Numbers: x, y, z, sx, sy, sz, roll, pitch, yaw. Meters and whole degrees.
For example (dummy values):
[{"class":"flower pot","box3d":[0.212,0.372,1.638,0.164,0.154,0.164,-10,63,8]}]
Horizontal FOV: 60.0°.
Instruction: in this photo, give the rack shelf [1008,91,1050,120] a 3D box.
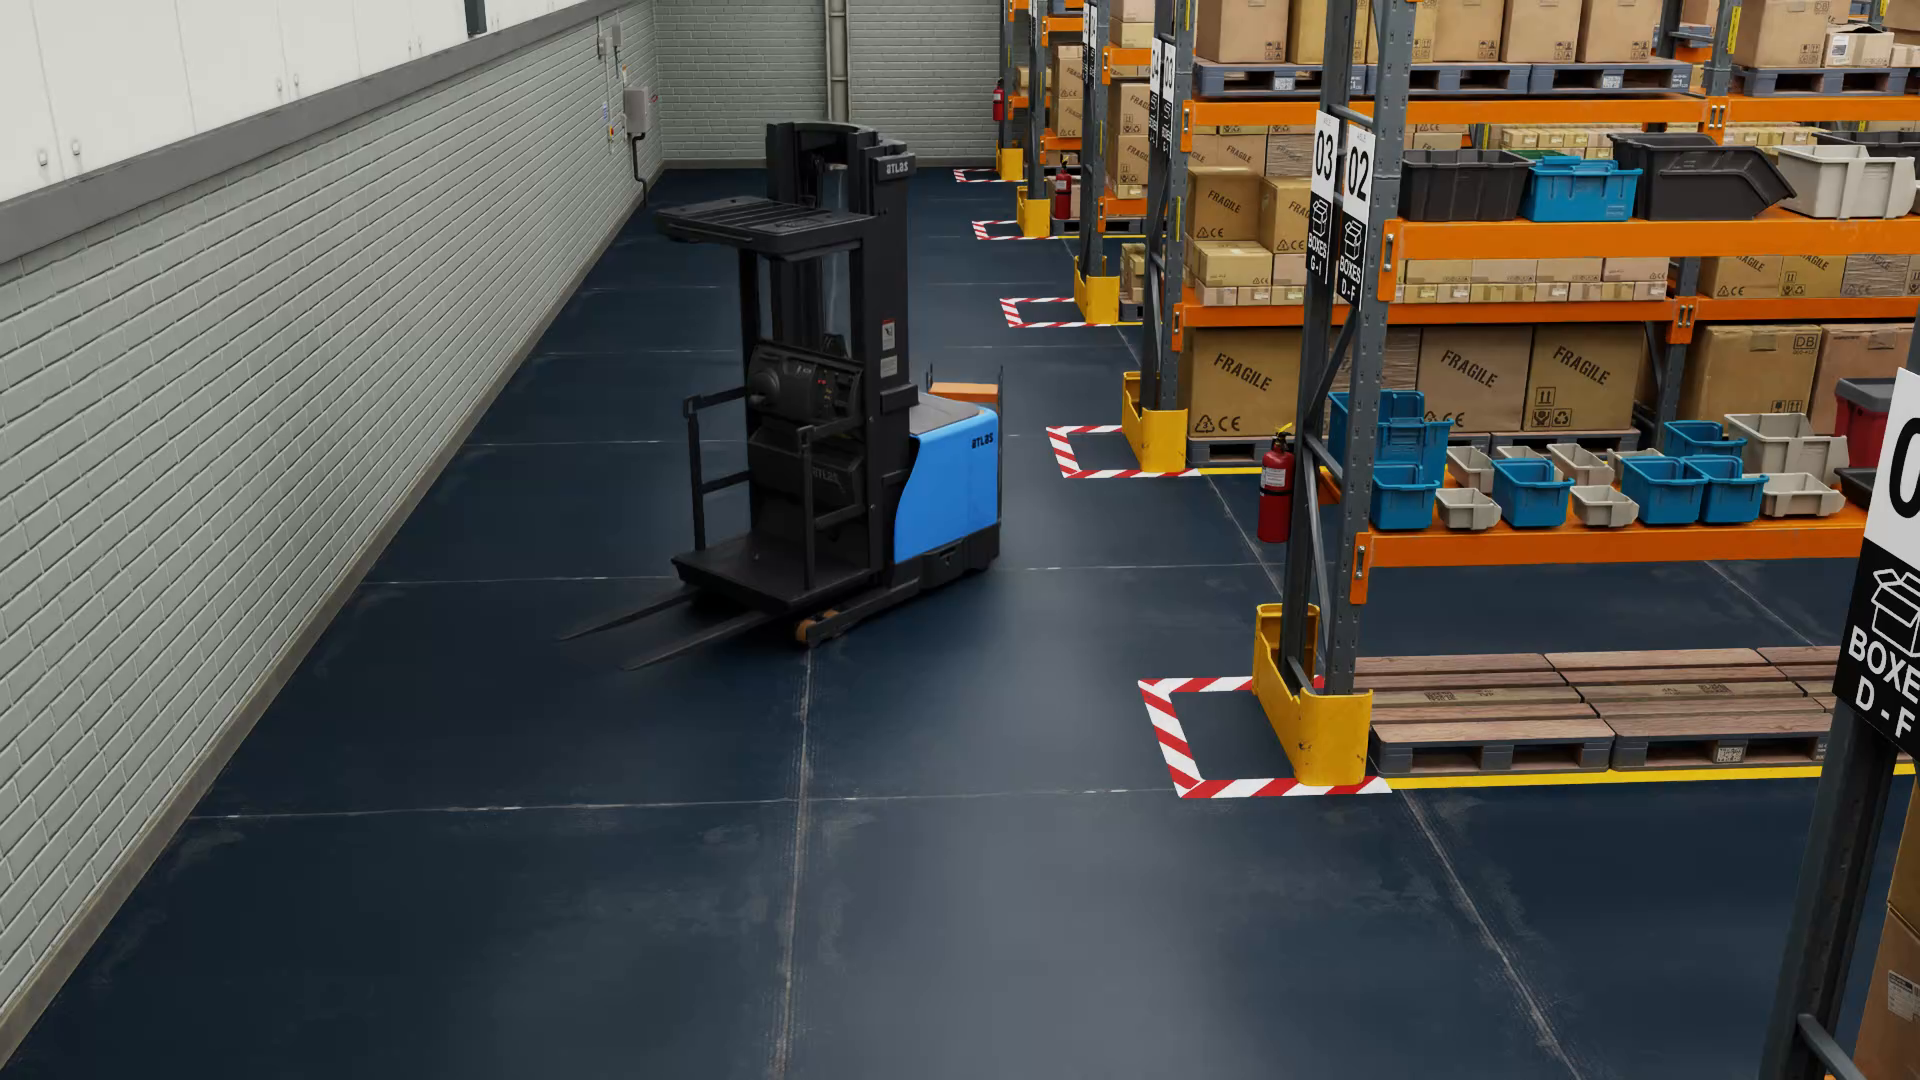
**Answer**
[{"class":"rack shelf","box3d":[2.733,-7.124,27.128,4.000,0.370,1.077,-1,21,-3]}]

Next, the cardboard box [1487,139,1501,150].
[{"class":"cardboard box","box3d":[5.786,-4.277,17.985,0.250,0.149,0.380,-1,21,-1]}]

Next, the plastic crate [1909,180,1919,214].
[{"class":"plastic crate","box3d":[4.617,-1.576,7.698,0.466,0.136,0.293,-1,21,-3]}]

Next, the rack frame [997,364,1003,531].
[{"class":"rack frame","box3d":[0.275,-0.603,11.518,0.015,1.200,0.240,2,21,6]}]

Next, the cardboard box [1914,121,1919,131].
[{"class":"cardboard box","box3d":[10.347,-4.593,17.923,0.500,0.500,0.700,-1,21,-4]}]

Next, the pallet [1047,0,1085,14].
[{"class":"pallet","box3d":[1.764,-7.036,21.794,1.213,0.211,1.003,-1,21,-3]}]

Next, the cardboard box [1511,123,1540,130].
[{"class":"cardboard box","box3d":[6.058,-4.422,17.945,0.250,0.149,0.380,-2,21,-5]}]

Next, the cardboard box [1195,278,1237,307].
[{"class":"cardboard box","box3d":[1.962,-1.909,12.772,0.250,0.149,0.380,-1,21,-2]}]

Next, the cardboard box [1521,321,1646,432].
[{"class":"cardboard box","box3d":[4.919,-1.436,13.572,0.875,0.875,0.875,-1,21,-3]}]

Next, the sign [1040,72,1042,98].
[{"class":"sign","box3d":[1.049,-5.901,21.576,0.005,0.325,0.100,-1,21,-3]}]

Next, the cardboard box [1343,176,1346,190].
[{"class":"cardboard box","box3d":[3.100,-2.492,12.690,0.500,0.500,0.500,-2,21,-5]}]

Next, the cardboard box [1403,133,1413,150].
[{"class":"cardboard box","box3d":[4.415,-4.047,17.476,0.500,0.500,0.500,-2,21,-5]}]

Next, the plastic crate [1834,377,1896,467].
[{"class":"plastic crate","box3d":[4.960,-0.587,8.772,0.583,0.464,0.402,-1,21,-3]}]

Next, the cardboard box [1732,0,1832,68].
[{"class":"cardboard box","box3d":[6.161,-3.878,12.643,0.500,0.500,0.700,-1,21,-2]}]

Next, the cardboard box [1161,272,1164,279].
[{"class":"cardboard box","box3d":[2.221,-2.808,17.779,0.250,0.149,0.380,-1,21,-3]}]

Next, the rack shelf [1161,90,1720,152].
[{"class":"rack shelf","box3d":[3.586,-3.242,12.717,4.000,0.370,1.077,-1,21,-3]}]

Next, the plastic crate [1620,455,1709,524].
[{"class":"plastic crate","box3d":[3.452,-0.241,8.190,0.300,0.233,0.416,-1,21,-3]}]

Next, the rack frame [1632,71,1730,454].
[{"class":"rack frame","box3d":[5.583,-2.217,13.229,0.127,3.000,1.000,-1,21,-3]}]

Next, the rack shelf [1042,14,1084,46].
[{"class":"rack shelf","box3d":[3.020,-6.763,21.963,4.000,0.370,1.077,-1,21,-3]}]

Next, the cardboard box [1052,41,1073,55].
[{"class":"cardboard box","box3d":[1.370,-6.552,22.157,0.250,0.149,0.380,-1,21,-2]}]

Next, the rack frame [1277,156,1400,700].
[{"class":"rack frame","box3d":[1.872,-0.377,8.395,0.127,3.000,1.000,-1,21,-3]}]

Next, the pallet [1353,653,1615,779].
[{"class":"pallet","box3d":[2.697,0.924,8.899,1.213,0.211,1.003,-1,21,-3]}]

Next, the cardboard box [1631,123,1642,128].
[{"class":"cardboard box","box3d":[7.360,-4.448,18.015,0.250,0.149,0.380,-1,21,-4]}]

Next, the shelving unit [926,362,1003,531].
[{"class":"shelving unit","box3d":[0.033,-0.613,11.544,0.503,1.200,0.258,2,21,6]}]

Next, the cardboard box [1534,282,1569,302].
[{"class":"cardboard box","box3d":[4.527,-1.962,12.911,0.250,0.149,0.380,-1,21,-2]}]

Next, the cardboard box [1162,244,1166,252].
[{"class":"cardboard box","box3d":[2.175,-3.128,18.200,0.250,0.149,0.380,-1,21,-2]}]

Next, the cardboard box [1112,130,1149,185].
[{"class":"cardboard box","box3d":[1.871,-3.997,17.345,0.500,0.500,0.500,0,21,0]}]

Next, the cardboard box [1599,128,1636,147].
[{"class":"cardboard box","box3d":[6.859,-4.205,17.376,0.250,0.149,0.380,-1,21,-4]}]

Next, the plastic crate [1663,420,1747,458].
[{"class":"plastic crate","box3d":[3.908,-0.459,8.763,0.300,0.233,0.416,-1,21,-3]}]

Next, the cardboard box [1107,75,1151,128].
[{"class":"cardboard box","box3d":[1.850,-4.651,17.657,0.500,0.500,0.500,-2,21,-4]}]

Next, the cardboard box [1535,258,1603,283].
[{"class":"cardboard box","box3d":[4.640,-2.173,12.905,0.500,0.250,0.500,-1,21,-1]}]

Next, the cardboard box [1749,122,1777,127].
[{"class":"cardboard box","box3d":[8.653,-4.473,18.079,0.250,0.149,0.380,-2,21,-5]}]

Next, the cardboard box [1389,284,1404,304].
[{"class":"cardboard box","box3d":[3.246,-1.936,12.843,0.250,0.149,0.380,-1,21,-4]}]

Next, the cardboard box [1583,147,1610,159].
[{"class":"cardboard box","box3d":[6.596,-4.061,17.416,0.250,0.149,0.380,-2,21,-5]}]

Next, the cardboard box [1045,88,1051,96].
[{"class":"cardboard box","box3d":[1.332,-7.233,26.756,0.250,0.149,0.380,-1,21,-2]}]

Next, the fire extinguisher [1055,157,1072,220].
[{"class":"fire extinguisher","box3d":[1.129,-3.849,18.146,0.183,0.674,0.296,-1,21,-3]}]

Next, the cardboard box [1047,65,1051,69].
[{"class":"cardboard box","box3d":[1.695,-7.602,27.166,0.500,0.250,0.500,-1,21,-3]}]

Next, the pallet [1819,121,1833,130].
[{"class":"pallet","box3d":[12.233,-5.847,23.032,1.213,0.211,1.003,-1,21,-3]}]

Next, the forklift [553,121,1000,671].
[{"class":"forklift","box3d":[-1.085,-0.929,9.941,1.130,2.935,3.031,17,27,38]}]

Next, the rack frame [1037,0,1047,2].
[{"class":"rack frame","box3d":[1.023,-8.460,21.195,0.127,3.000,1.000,-1,21,-3]}]

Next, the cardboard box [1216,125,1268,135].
[{"class":"cardboard box","box3d":[2.894,-4.483,17.217,0.500,0.500,0.500,-2,21,-4]}]

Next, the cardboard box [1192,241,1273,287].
[{"class":"cardboard box","box3d":[2.084,-2.119,12.763,0.500,0.250,0.500,-2,21,-4]}]

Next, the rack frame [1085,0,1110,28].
[{"class":"rack frame","box3d":[1.407,-6.704,16.582,0.127,3.000,1.000,-1,21,-3]}]

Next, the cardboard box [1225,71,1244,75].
[{"class":"cardboard box","box3d":[3.547,-6.123,21.942,0.500,0.500,0.500,-1,21,-2]}]

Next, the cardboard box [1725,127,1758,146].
[{"class":"cardboard box","box3d":[8.152,-4.230,17.443,0.250,0.149,0.380,-1,21,-1]}]

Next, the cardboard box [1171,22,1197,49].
[{"class":"cardboard box","box3d":[2.396,-5.159,16.952,0.500,0.250,0.500,-1,21,-1]}]

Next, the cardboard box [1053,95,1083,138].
[{"class":"cardboard box","box3d":[1.519,-5.611,22.002,0.500,0.500,0.500,-1,21,-3]}]

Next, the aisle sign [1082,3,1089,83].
[{"class":"aisle sign","box3d":[1.317,-5.220,17.463,0.004,0.787,0.394,-1,21,-3]}]

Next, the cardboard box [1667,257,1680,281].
[{"class":"cardboard box","box3d":[6.034,-2.371,13.491,0.500,0.500,0.500,-1,21,-3]}]

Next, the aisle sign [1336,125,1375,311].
[{"class":"aisle sign","box3d":[1.817,-1.485,7.651,0.004,0.787,0.394,-1,21,-3]}]

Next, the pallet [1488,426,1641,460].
[{"class":"pallet","box3d":[4.819,-0.927,13.758,1.213,0.211,1.003,-1,21,-3]}]

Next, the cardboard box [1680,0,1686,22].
[{"class":"cardboard box","box3d":[7.811,-5.569,17.677,0.500,0.500,0.500,-1,21,-3]}]

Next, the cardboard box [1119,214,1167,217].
[{"class":"cardboard box","box3d":[2.590,-4.726,22.829,0.875,0.438,0.875,-1,21,-2]}]

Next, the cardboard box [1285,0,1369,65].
[{"class":"cardboard box","box3d":[2.674,-3.826,12.367,0.500,0.500,0.700,-2,21,-5]}]

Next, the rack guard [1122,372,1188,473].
[{"class":"rack guard","box3d":[1.565,-0.967,13.459,0.348,0.500,1.175,-1,21,-3]}]

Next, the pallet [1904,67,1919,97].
[{"class":"pallet","box3d":[7.820,-3.557,12.796,1.213,0.211,1.003,0,21,-1]}]
